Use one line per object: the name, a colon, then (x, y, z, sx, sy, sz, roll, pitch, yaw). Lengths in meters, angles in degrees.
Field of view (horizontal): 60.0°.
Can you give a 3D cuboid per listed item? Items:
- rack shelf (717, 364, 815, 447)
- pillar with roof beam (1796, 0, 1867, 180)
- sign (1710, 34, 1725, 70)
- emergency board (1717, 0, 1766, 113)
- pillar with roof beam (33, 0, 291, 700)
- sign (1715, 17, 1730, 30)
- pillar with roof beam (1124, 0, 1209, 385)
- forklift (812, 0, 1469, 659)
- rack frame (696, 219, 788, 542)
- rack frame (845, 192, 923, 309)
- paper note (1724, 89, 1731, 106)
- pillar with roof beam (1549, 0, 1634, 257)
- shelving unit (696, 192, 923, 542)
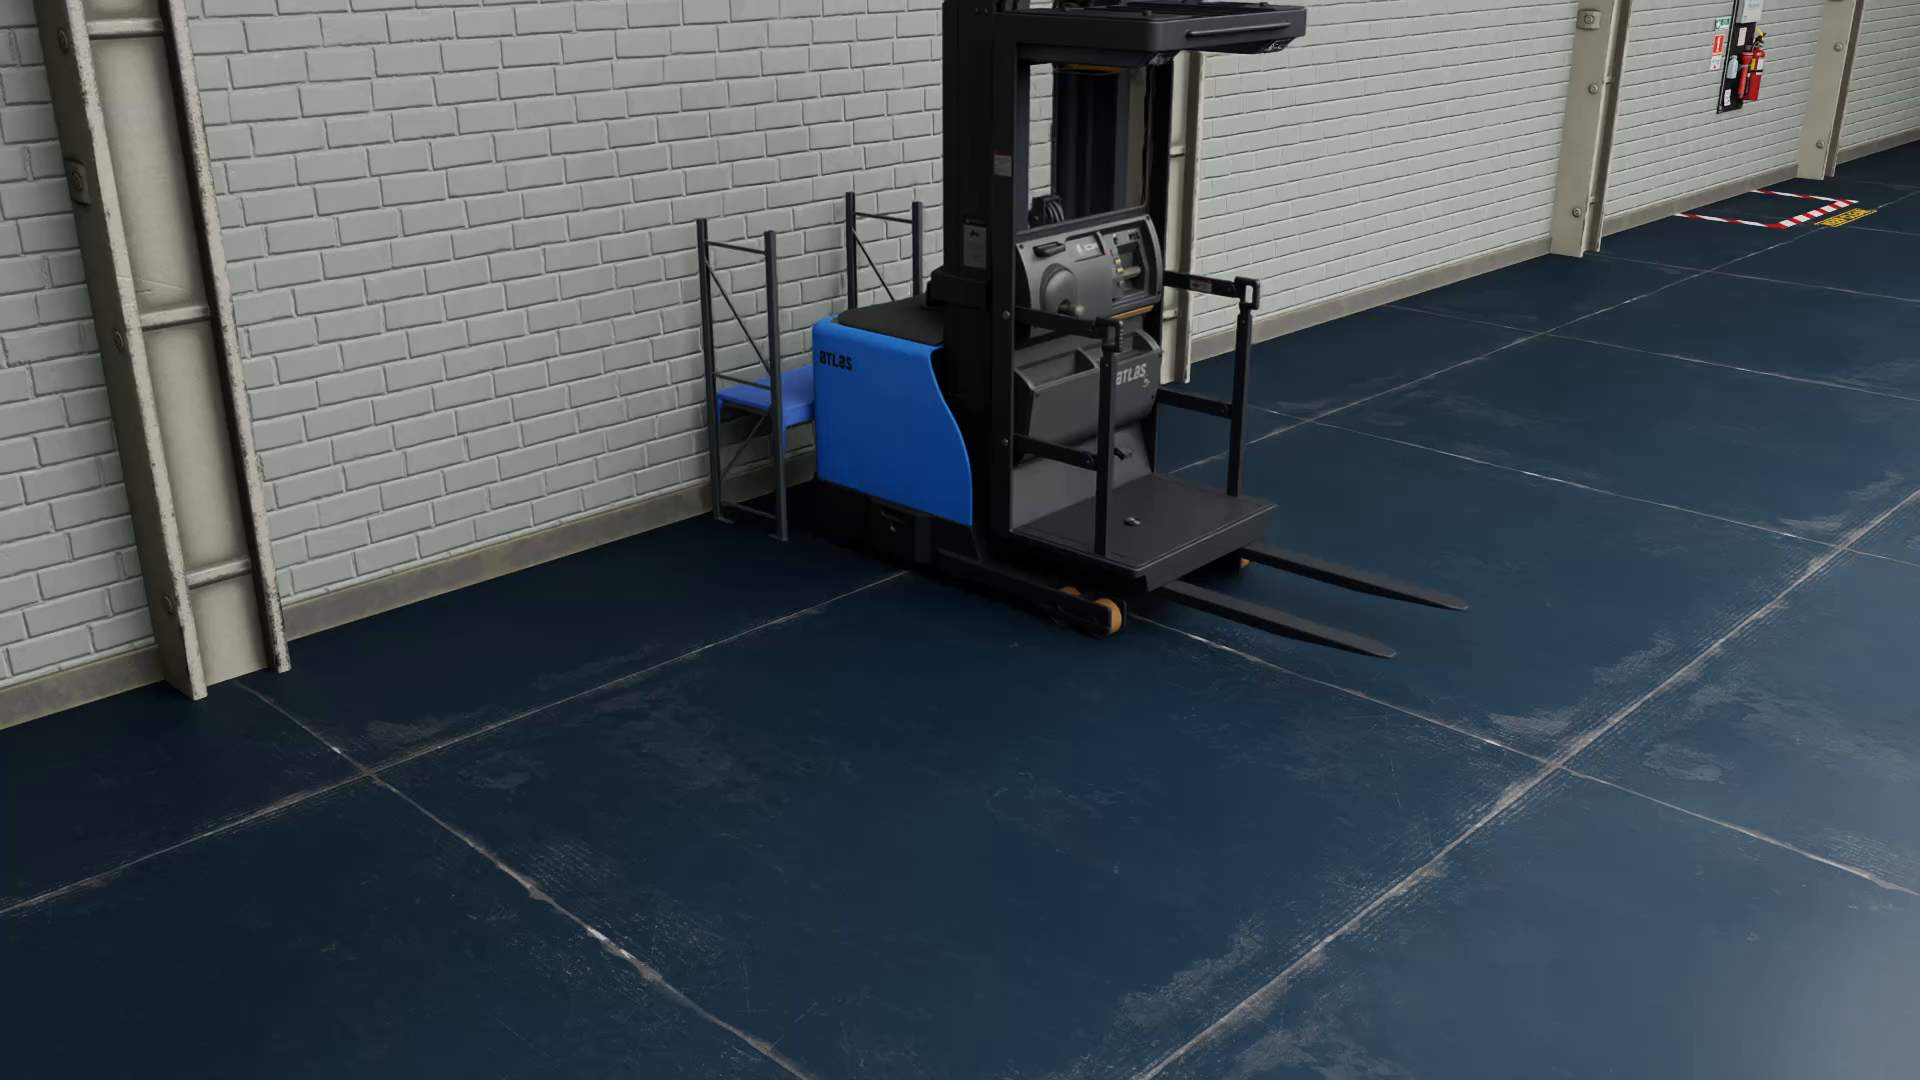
rack shelf: (-0.713, -0.725, 8.373, 0.538, 0.185, 1.000, 17, 27, 37)
pillar with roof beam: (12.694, -7.216, 14.306, 9.100, 9.000, 0.400, 19, 28, 41)
sign: (7.399, -4.768, 16.249, 0.001, 0.329, 0.234, 19, 28, 41)
emergency board: (7.859, -4.868, 16.558, 0.194, 1.169, 0.643, 19, 28, 41)
pillar with roof beam: (0.137, -2.589, 2.268, 9.100, 9.000, 0.400, 19, 28, 41)
sign: (7.408, -5.014, 16.151, 0.001, 0.109, 0.331, 19, 28, 41)
pillar with roof beam: (4.323, -4.131, 6.280, 9.100, 9.000, 0.400, 19, 28, 41)
forklift: (0.724, -1.167, 7.026, 3.031, 2.935, 1.130, 18, 27, 39)
rack frame: (-1.038, -0.753, 7.943, 0.500, 1.500, 0.032, 17, 27, 37)
rack frame: (-0.389, -1.034, 8.673, 0.500, 1.500, 0.032, 17, 27, 37)
paper note: (7.686, -4.428, 16.642, 0.016, 0.148, 0.142, 19, 28, 41)
pillar with roof beam: (8.509, -5.674, 10.293, 9.100, 9.000, 0.400, 19, 28, 41)
shelving unit: (-0.713, -0.893, 8.308, 0.538, 1.500, 1.048, 17, 27, 37)
